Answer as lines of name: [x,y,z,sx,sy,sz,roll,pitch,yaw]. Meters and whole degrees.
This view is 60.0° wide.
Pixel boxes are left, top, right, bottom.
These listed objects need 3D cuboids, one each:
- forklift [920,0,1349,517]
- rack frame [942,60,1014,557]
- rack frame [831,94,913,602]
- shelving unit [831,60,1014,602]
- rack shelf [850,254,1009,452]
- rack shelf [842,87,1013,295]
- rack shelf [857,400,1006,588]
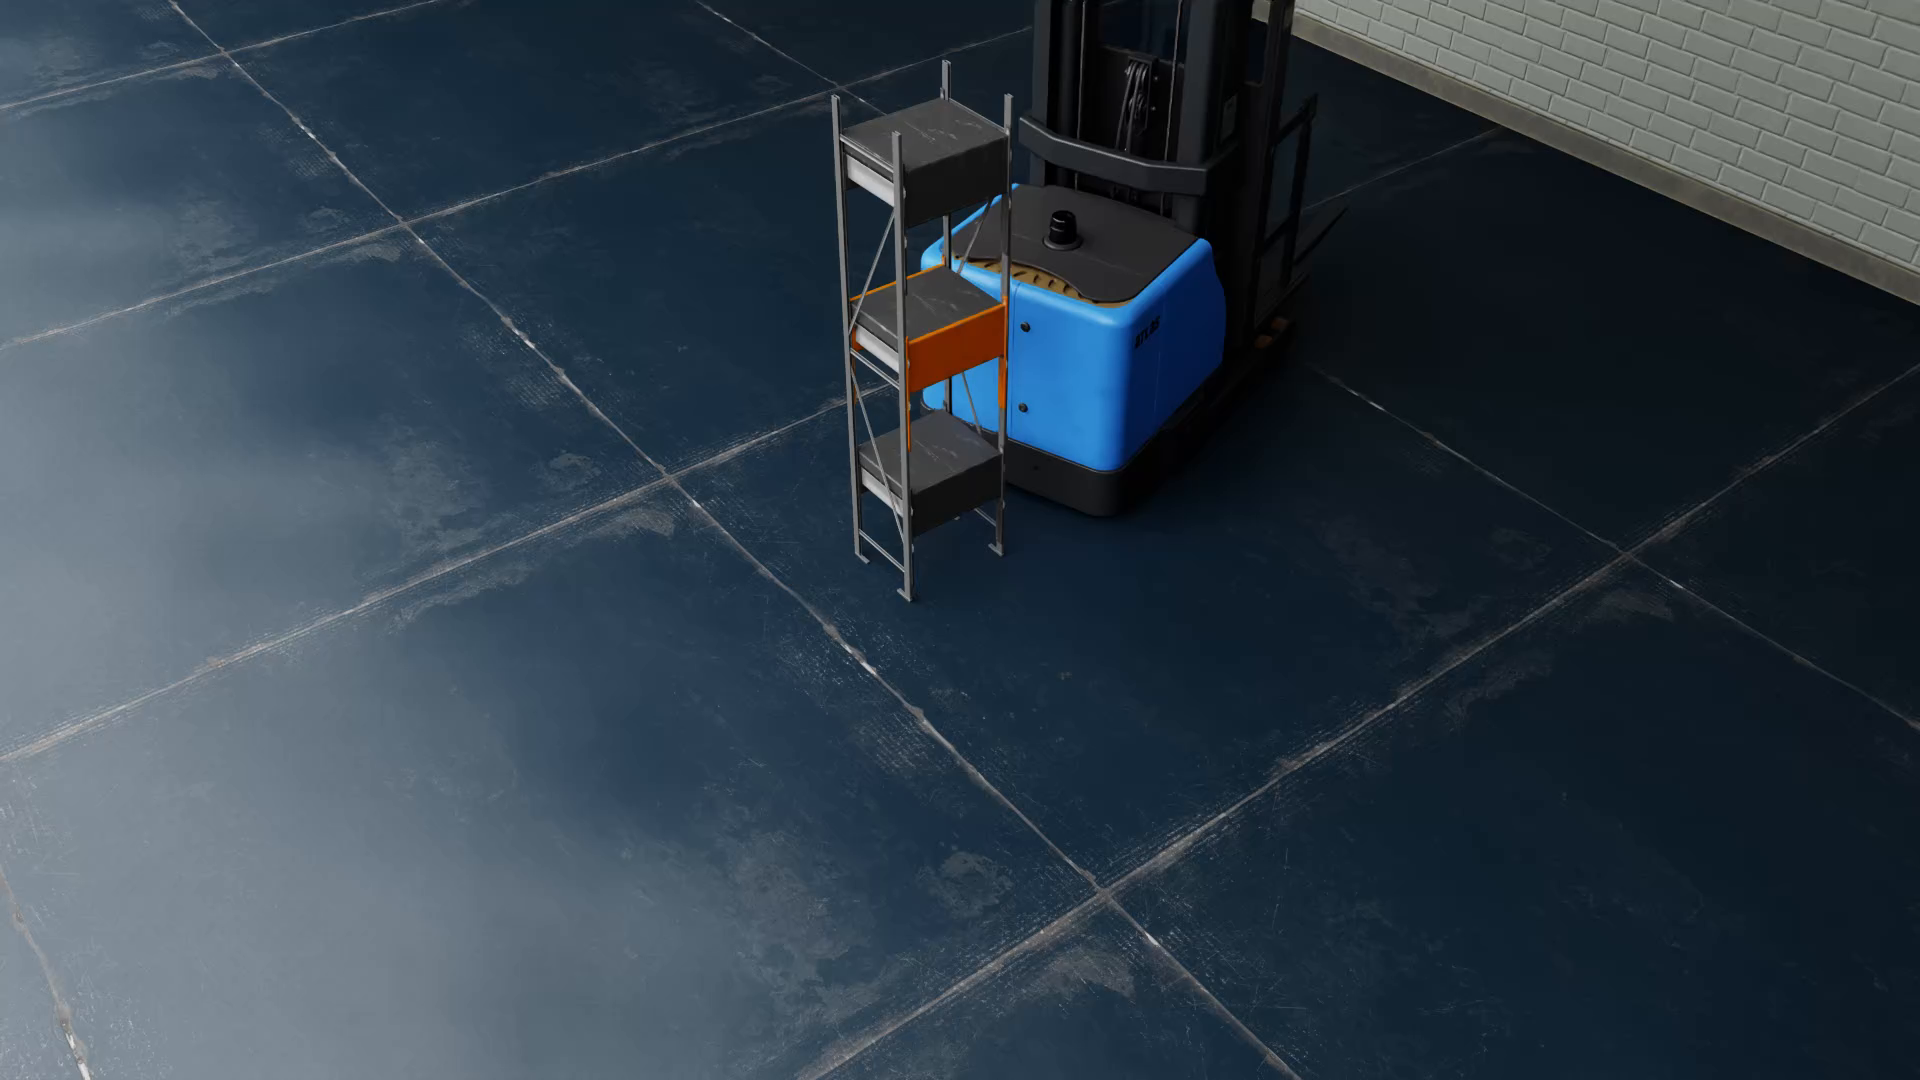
forklift: [1.042,-2.139,7.546,1.130,2.935,3.031,22,44,25]
rack frame: [0.062,-0.842,6.621,0.015,2.100,0.400,-26,46,-28]
rack frame: [-0.325,-0.654,6.391,0.015,2.100,0.400,-26,46,-28]
shelving unit: [-0.131,-0.748,6.506,0.503,2.100,0.431,-26,46,-28]
rack shelf: [-0.131,-0.737,6.515,0.480,0.518,0.431,-26,46,-28]
rack shelf: [-0.131,-1.278,6.071,0.480,0.518,0.431,-26,46,-28]
rack shelf: [-0.131,-0.196,6.959,0.480,0.518,0.431,-26,46,-28]
